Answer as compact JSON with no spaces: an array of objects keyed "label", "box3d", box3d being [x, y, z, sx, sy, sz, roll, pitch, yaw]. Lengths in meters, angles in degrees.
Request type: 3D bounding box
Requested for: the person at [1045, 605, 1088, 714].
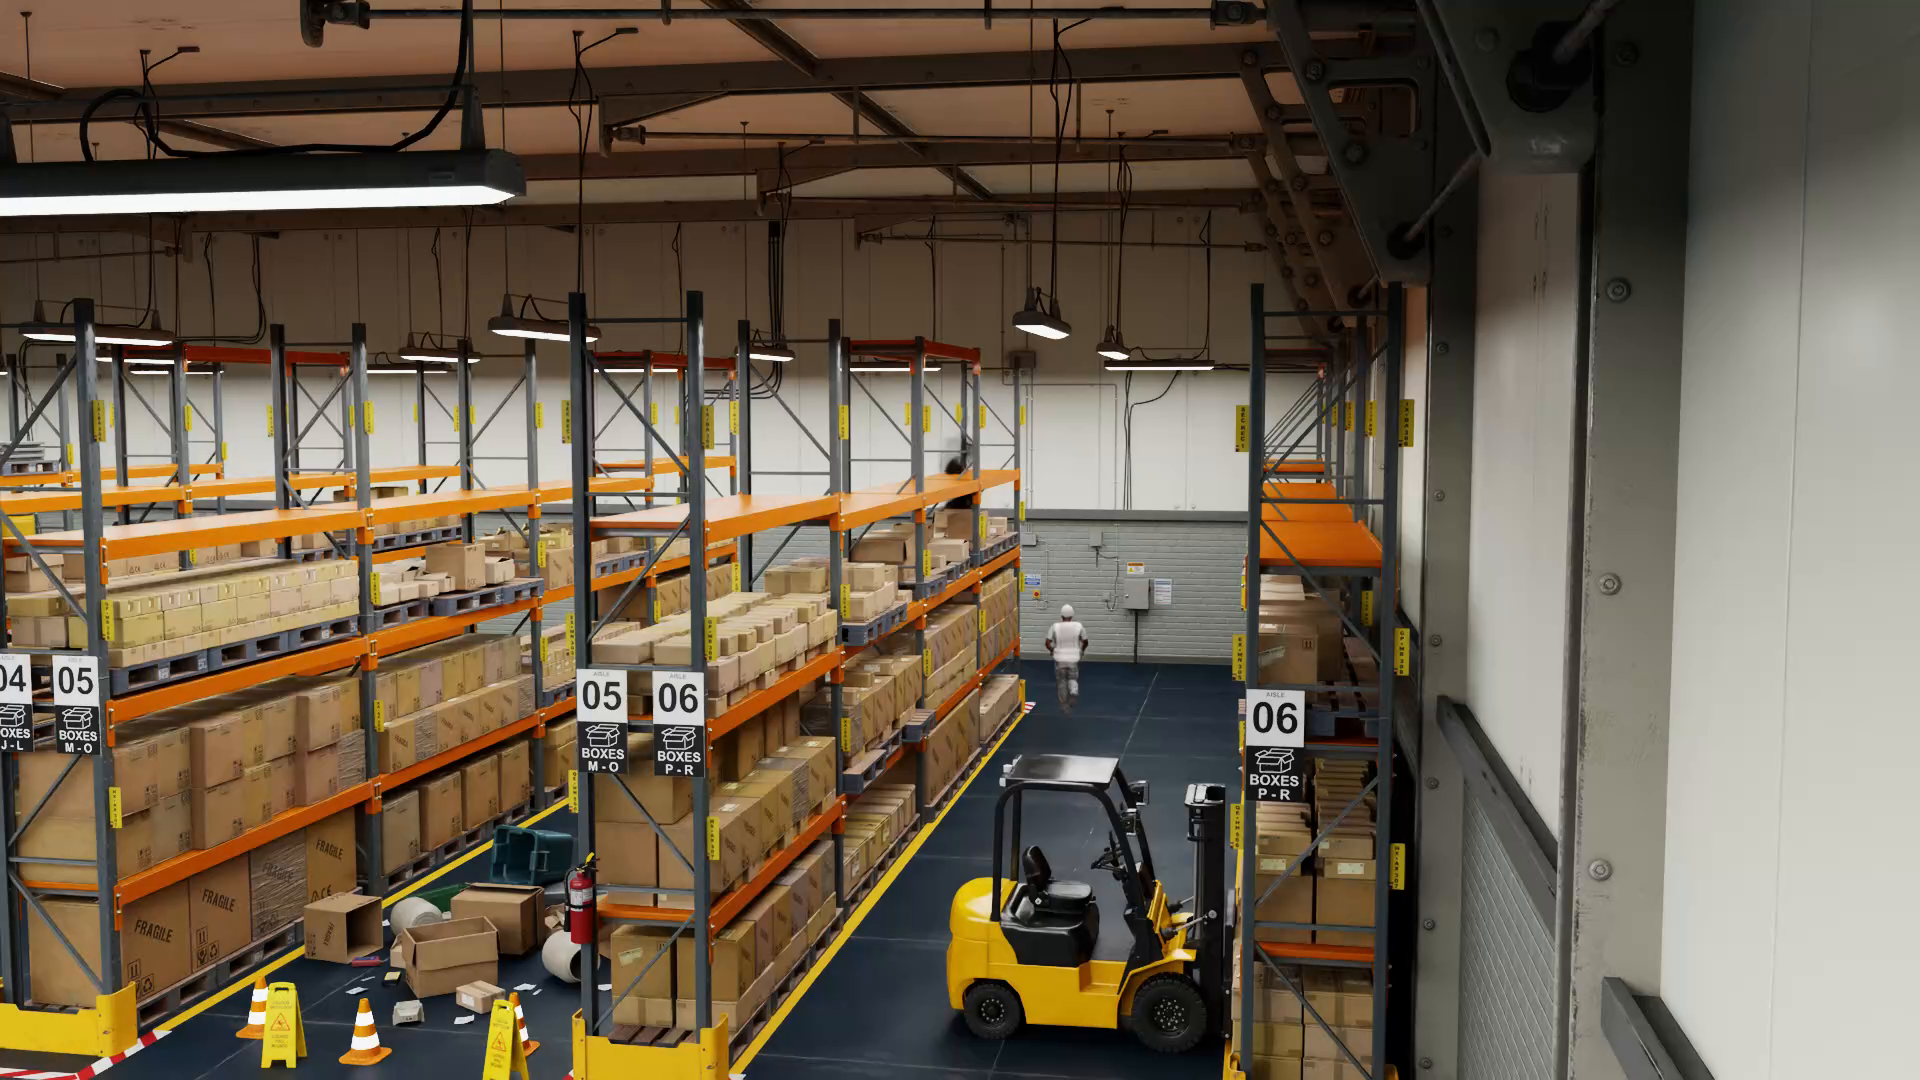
[{"label":"person","box3d":[1.680,1.895,26.248,0.683,1.754,0.689,0,5,0]}]
